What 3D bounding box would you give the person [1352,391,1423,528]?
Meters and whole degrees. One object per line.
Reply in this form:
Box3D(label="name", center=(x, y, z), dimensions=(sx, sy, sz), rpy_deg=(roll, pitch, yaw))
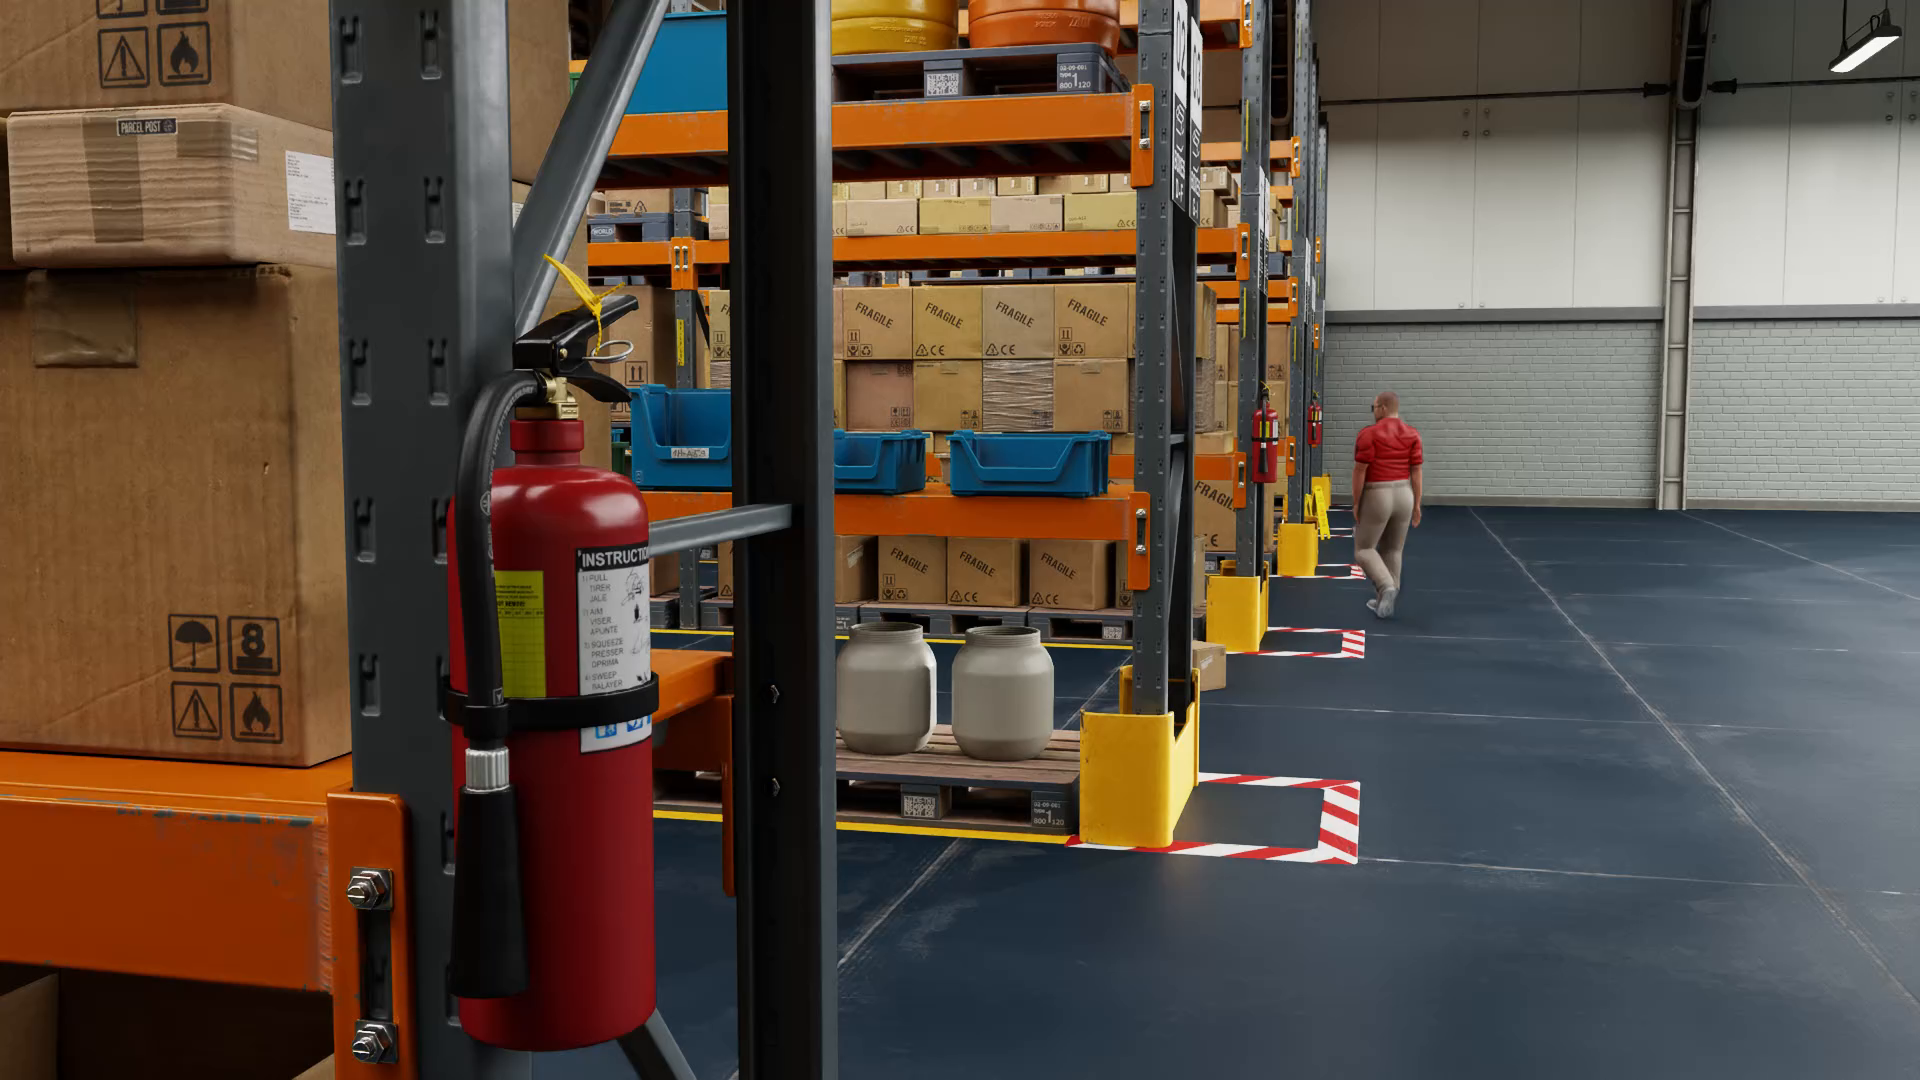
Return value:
Box3D(label="person", center=(3.233, -0.607, 12.603), dimensions=(0.568, 1.039, 0.337), rpy_deg=(-1, 5, -9))
